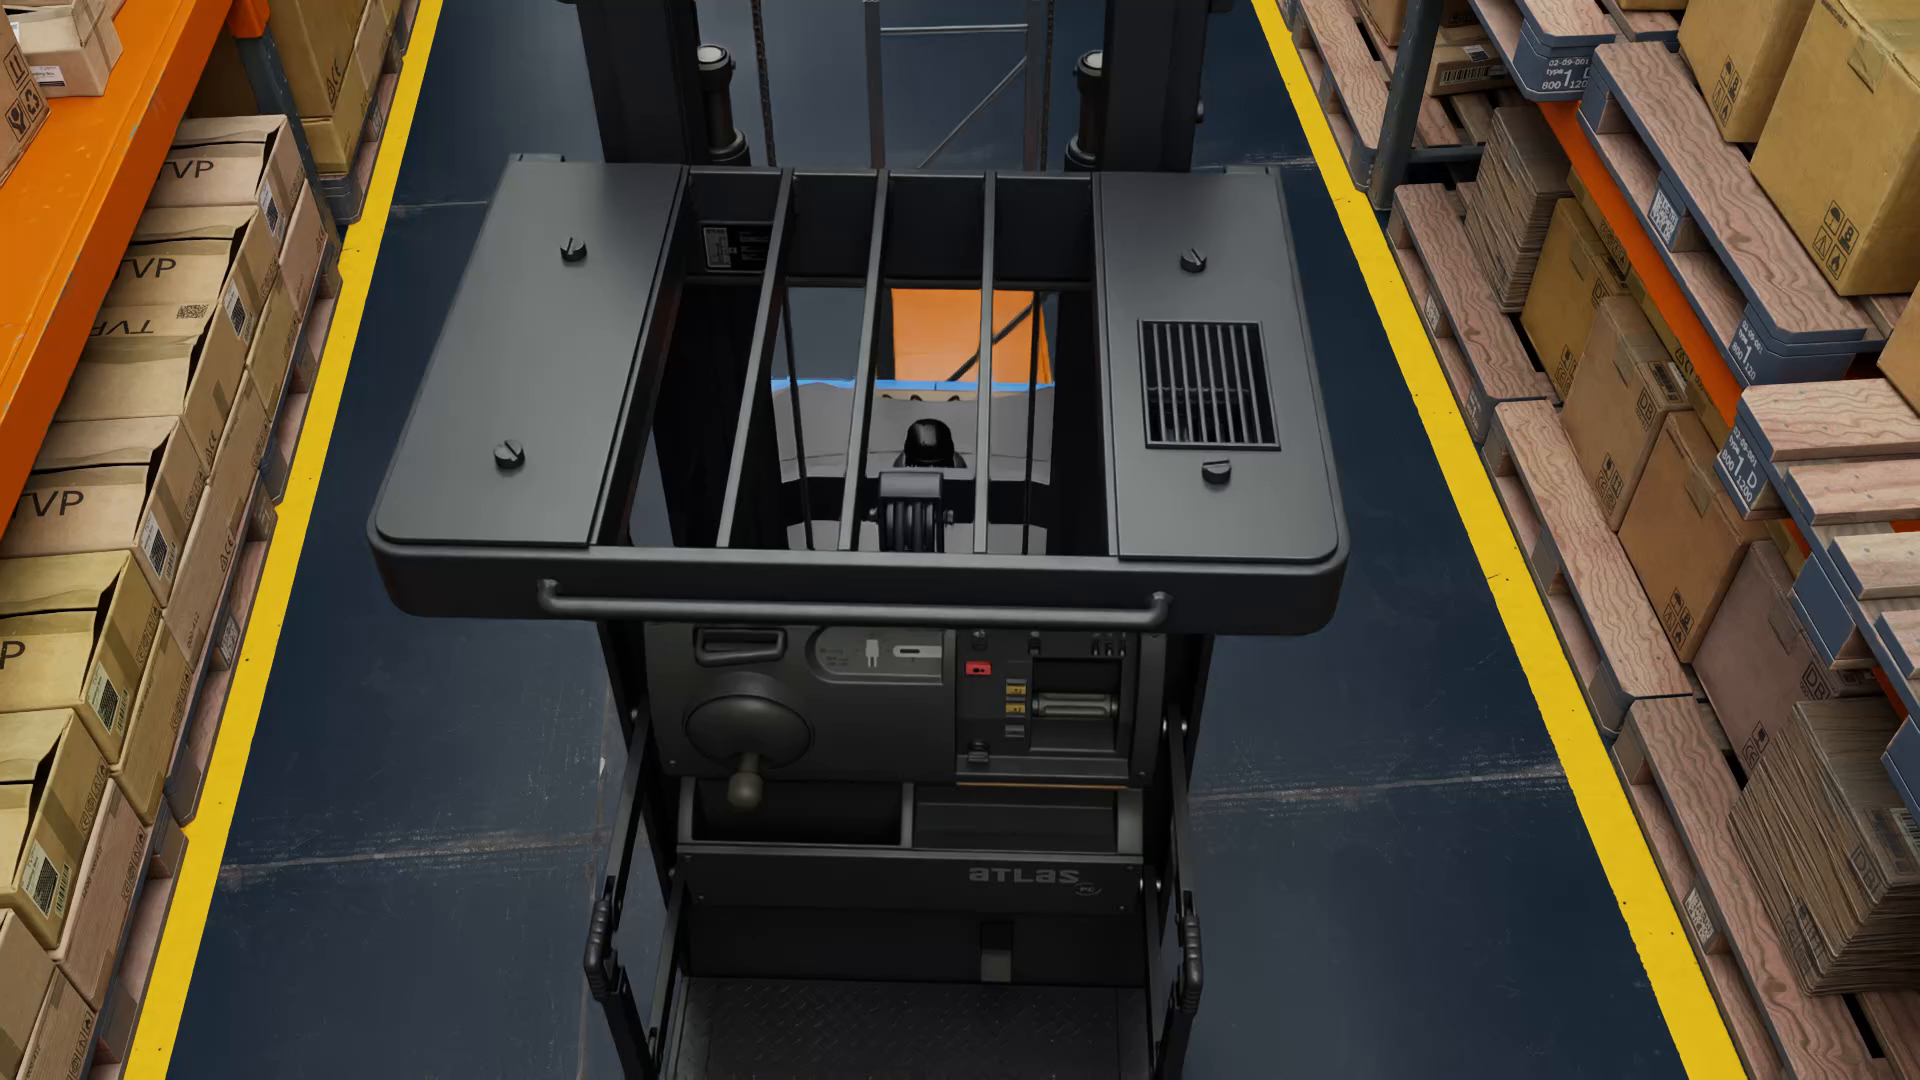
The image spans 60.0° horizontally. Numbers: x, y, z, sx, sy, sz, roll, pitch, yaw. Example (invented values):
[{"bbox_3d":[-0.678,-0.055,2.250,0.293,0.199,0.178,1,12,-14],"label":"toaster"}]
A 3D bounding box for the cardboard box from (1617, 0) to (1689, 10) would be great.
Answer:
[{"bbox_3d":[2.150,-1.786,4.503,0.700,0.500,0.500,1,47,1],"label":"cardboard box"}]

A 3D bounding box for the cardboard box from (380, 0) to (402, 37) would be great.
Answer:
[{"bbox_3d":[-2.644,-2.348,7.012,0.500,0.250,0.500,-3,47,-3],"label":"cardboard box"}]

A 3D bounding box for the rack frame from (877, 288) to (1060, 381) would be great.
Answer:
[{"bbox_3d":[0.039,-0.258,4.461,0.500,1.500,0.032,-2,47,-2],"label":"rack frame"}]

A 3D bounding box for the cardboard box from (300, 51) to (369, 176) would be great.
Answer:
[{"bbox_3d":[-2.571,-1.624,6.327,0.500,0.250,0.500,-3,47,-3],"label":"cardboard box"}]

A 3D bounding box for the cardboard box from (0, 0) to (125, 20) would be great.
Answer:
[{"bbox_3d":[-2.749,-1.666,4.865,0.500,0.250,0.500,-1,47,-1],"label":"cardboard box"}]

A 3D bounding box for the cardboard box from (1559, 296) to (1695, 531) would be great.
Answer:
[{"bbox_3d":[2.276,-0.393,4.975,0.700,0.500,0.500,-3,47,-3],"label":"cardboard box"}]

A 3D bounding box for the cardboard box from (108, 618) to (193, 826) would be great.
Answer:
[{"bbox_3d":[-2.343,0.488,4.327,0.500,0.250,0.500,-5,47,-4],"label":"cardboard box"}]

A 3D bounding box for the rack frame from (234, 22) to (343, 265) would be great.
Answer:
[{"bbox_3d":[-2.834,-2.071,5.146,1.000,3.000,0.127,-3,47,-3],"label":"rack frame"}]

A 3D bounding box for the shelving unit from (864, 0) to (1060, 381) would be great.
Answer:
[{"bbox_3d":[0.012,-0.620,4.804,0.587,1.500,1.083,-2,47,-2],"label":"shelving unit"}]

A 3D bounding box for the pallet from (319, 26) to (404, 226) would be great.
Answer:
[{"bbox_3d":[-2.859,-1.690,6.705,1.003,0.211,1.213,-3,47,-3],"label":"pallet"}]

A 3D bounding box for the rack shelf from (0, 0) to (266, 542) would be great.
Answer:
[{"bbox_3d":[-2.666,-0.377,4.036,1.077,0.370,4.000,-3,47,-3],"label":"rack shelf"}]

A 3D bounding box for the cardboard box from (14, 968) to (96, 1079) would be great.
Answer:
[{"bbox_3d":[-2.250,1.227,3.626,0.500,0.250,0.500,-4,47,-3],"label":"cardboard box"}]

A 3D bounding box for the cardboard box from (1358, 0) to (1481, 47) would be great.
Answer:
[{"bbox_3d":[1.975,-2.415,6.890,0.500,0.500,0.500,-7,47,-6],"label":"cardboard box"}]

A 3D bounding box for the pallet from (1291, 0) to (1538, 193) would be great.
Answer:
[{"bbox_3d":[2.011,-1.900,6.904,1.003,0.211,1.213,-3,47,-3],"label":"pallet"}]

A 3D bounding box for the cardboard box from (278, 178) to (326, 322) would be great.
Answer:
[{"bbox_3d":[-2.510,-0.988,5.724,0.500,0.250,0.500,-4,47,-4],"label":"cardboard box"}]

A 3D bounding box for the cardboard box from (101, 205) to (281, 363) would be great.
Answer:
[{"bbox_3d":[-2.464,-0.811,5.171,0.500,0.311,0.500,-2,47,-2],"label":"cardboard box"}]

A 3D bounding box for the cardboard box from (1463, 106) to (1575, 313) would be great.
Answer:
[{"bbox_3d":[2.180,-1.135,5.678,0.700,0.500,0.500,-2,47,-2],"label":"cardboard box"}]

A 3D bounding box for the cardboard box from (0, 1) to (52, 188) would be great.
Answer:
[{"bbox_3d":[-2.742,-1.168,4.221,0.500,0.500,0.500,0,47,0],"label":"cardboard box"}]

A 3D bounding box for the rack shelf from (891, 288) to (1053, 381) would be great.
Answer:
[{"bbox_3d":[0.011,-0.503,4.941,0.538,0.185,1.000,-2,47,-2],"label":"rack shelf"}]

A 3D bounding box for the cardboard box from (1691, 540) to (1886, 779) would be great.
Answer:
[{"bbox_3d":[2.397,0.330,4.290,0.700,0.500,0.500,-4,47,-3],"label":"cardboard box"}]

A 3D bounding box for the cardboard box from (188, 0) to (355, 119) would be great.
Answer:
[{"bbox_3d":[-2.561,-1.882,6.055,0.500,0.500,0.500,-3,47,-3],"label":"cardboard box"}]

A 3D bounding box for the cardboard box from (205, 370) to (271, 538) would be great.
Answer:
[{"bbox_3d":[-2.426,-0.251,5.027,0.500,0.250,0.500,-3,47,-2],"label":"cardboard box"}]

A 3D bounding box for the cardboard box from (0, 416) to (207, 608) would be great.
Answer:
[{"bbox_3d":[-2.387,-0.086,4.484,0.500,0.311,0.500,-4,47,-4],"label":"cardboard box"}]

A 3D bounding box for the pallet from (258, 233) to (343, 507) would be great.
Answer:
[{"bbox_3d":[-2.733,-0.582,5.655,1.003,0.211,1.213,-3,47,-3],"label":"pallet"}]

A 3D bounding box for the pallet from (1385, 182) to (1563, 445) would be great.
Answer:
[{"bbox_3d":[2.169,-0.853,5.912,1.003,0.211,1.213,-3,47,-3],"label":"pallet"}]

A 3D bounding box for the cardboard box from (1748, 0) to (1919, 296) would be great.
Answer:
[{"bbox_3d":[2.261,-0.906,3.670,0.700,0.500,0.500,-3,47,-3],"label":"cardboard box"}]

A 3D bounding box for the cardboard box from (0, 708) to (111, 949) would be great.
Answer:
[{"bbox_3d":[-2.303,0.655,3.782,0.500,0.311,0.500,-5,47,-4],"label":"cardboard box"}]

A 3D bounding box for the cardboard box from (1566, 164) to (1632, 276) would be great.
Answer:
[{"bbox_3d":[2.221,-1.075,5.104,0.500,0.250,0.500,-4,47,-4],"label":"cardboard box"}]

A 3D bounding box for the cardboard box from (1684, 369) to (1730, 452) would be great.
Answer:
[{"bbox_3d":[2.291,-0.336,4.405,0.500,0.250,0.500,-4,47,-3],"label":"cardboard box"}]

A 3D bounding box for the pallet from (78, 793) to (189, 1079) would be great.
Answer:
[{"bbox_3d":[-2.529,1.184,3.983,1.003,0.211,1.213,-3,47,-3],"label":"pallet"}]

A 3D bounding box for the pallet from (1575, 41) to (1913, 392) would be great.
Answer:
[{"bbox_3d":[2.230,-0.845,4.116,1.003,0.211,1.213,-3,47,-3],"label":"pallet"}]

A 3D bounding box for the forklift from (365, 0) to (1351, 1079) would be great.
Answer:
[{"bbox_3d":[-0.103,0.396,2.857,1.130,2.935,3.031,1,47,1],"label":"forklift"}]
